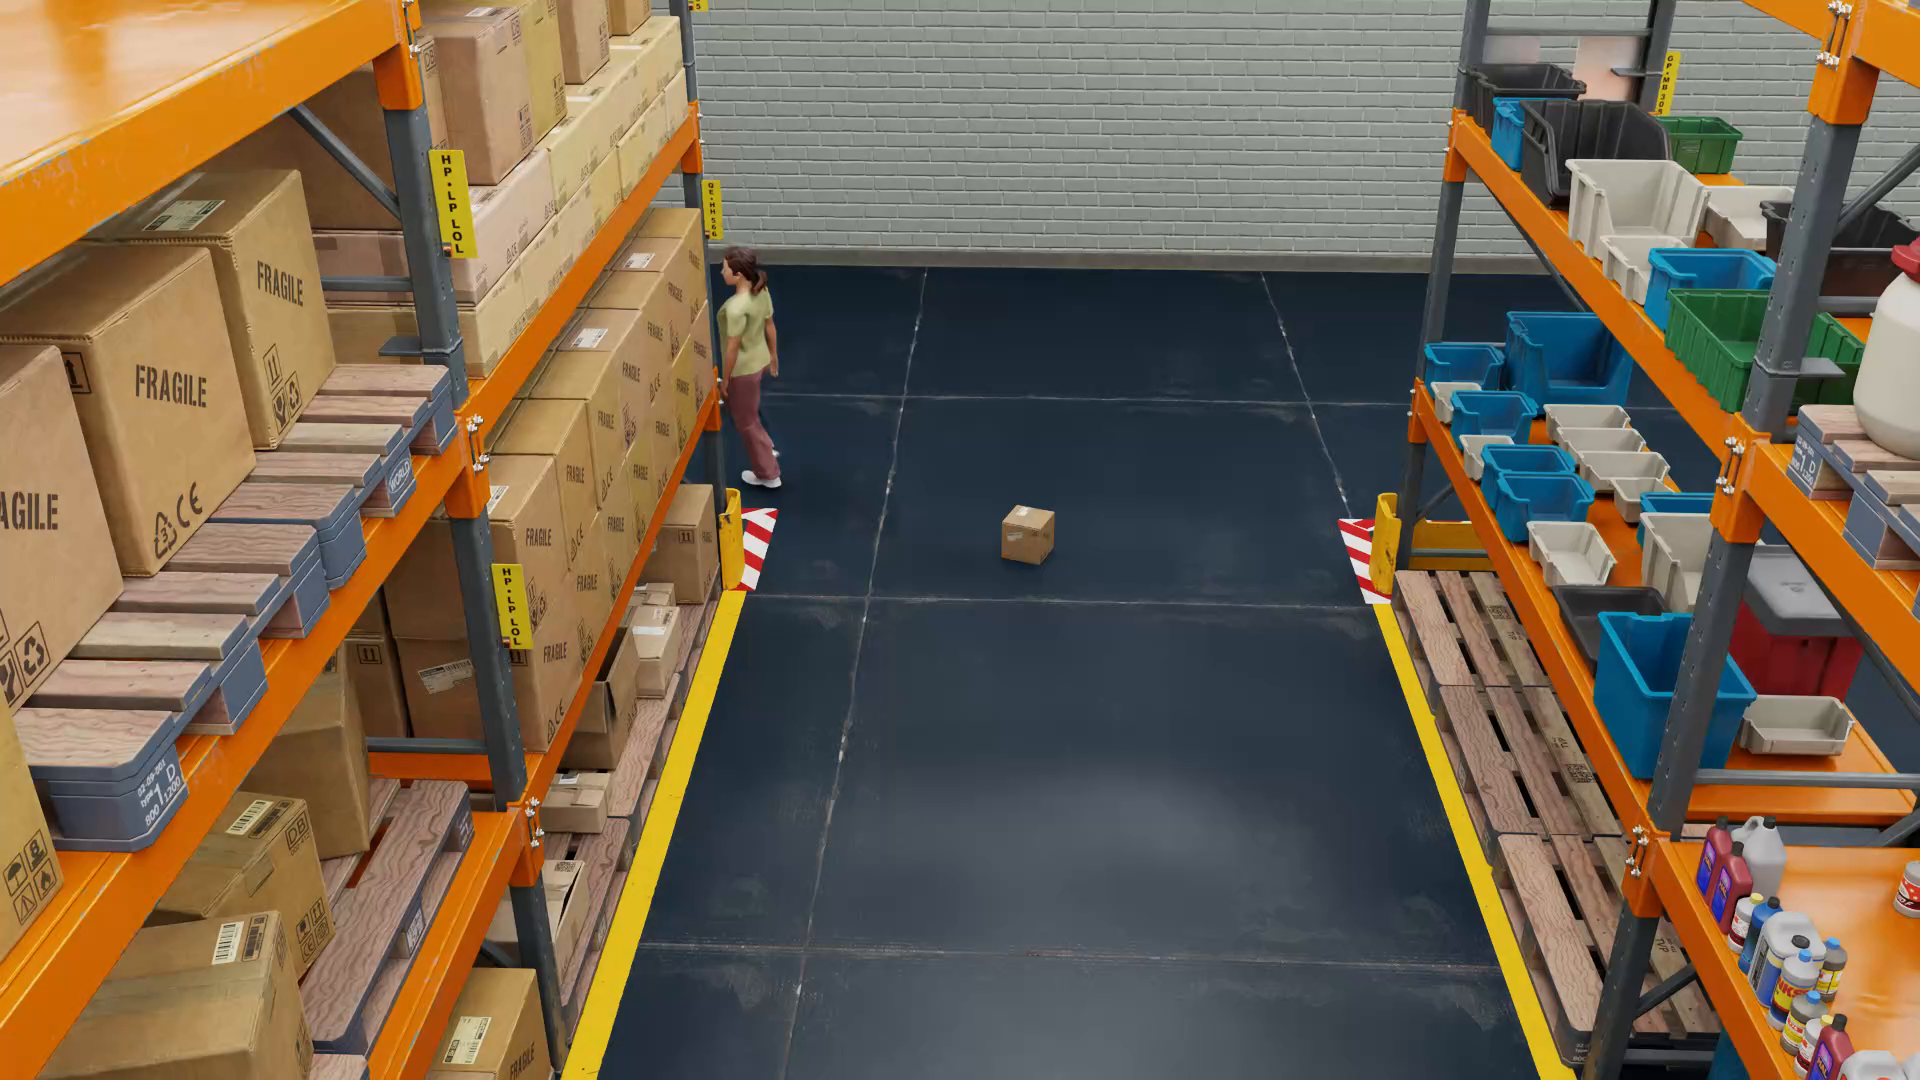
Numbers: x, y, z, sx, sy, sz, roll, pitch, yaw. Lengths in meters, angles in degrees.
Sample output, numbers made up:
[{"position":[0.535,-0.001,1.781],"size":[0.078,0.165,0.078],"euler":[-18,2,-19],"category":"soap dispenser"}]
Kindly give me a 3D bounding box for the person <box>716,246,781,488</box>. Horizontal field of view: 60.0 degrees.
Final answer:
[{"position":[-1.395,-1.086,10.640],"size":[0.472,1.680,0.511],"euler":[10,30,19],"category":"person"}]
